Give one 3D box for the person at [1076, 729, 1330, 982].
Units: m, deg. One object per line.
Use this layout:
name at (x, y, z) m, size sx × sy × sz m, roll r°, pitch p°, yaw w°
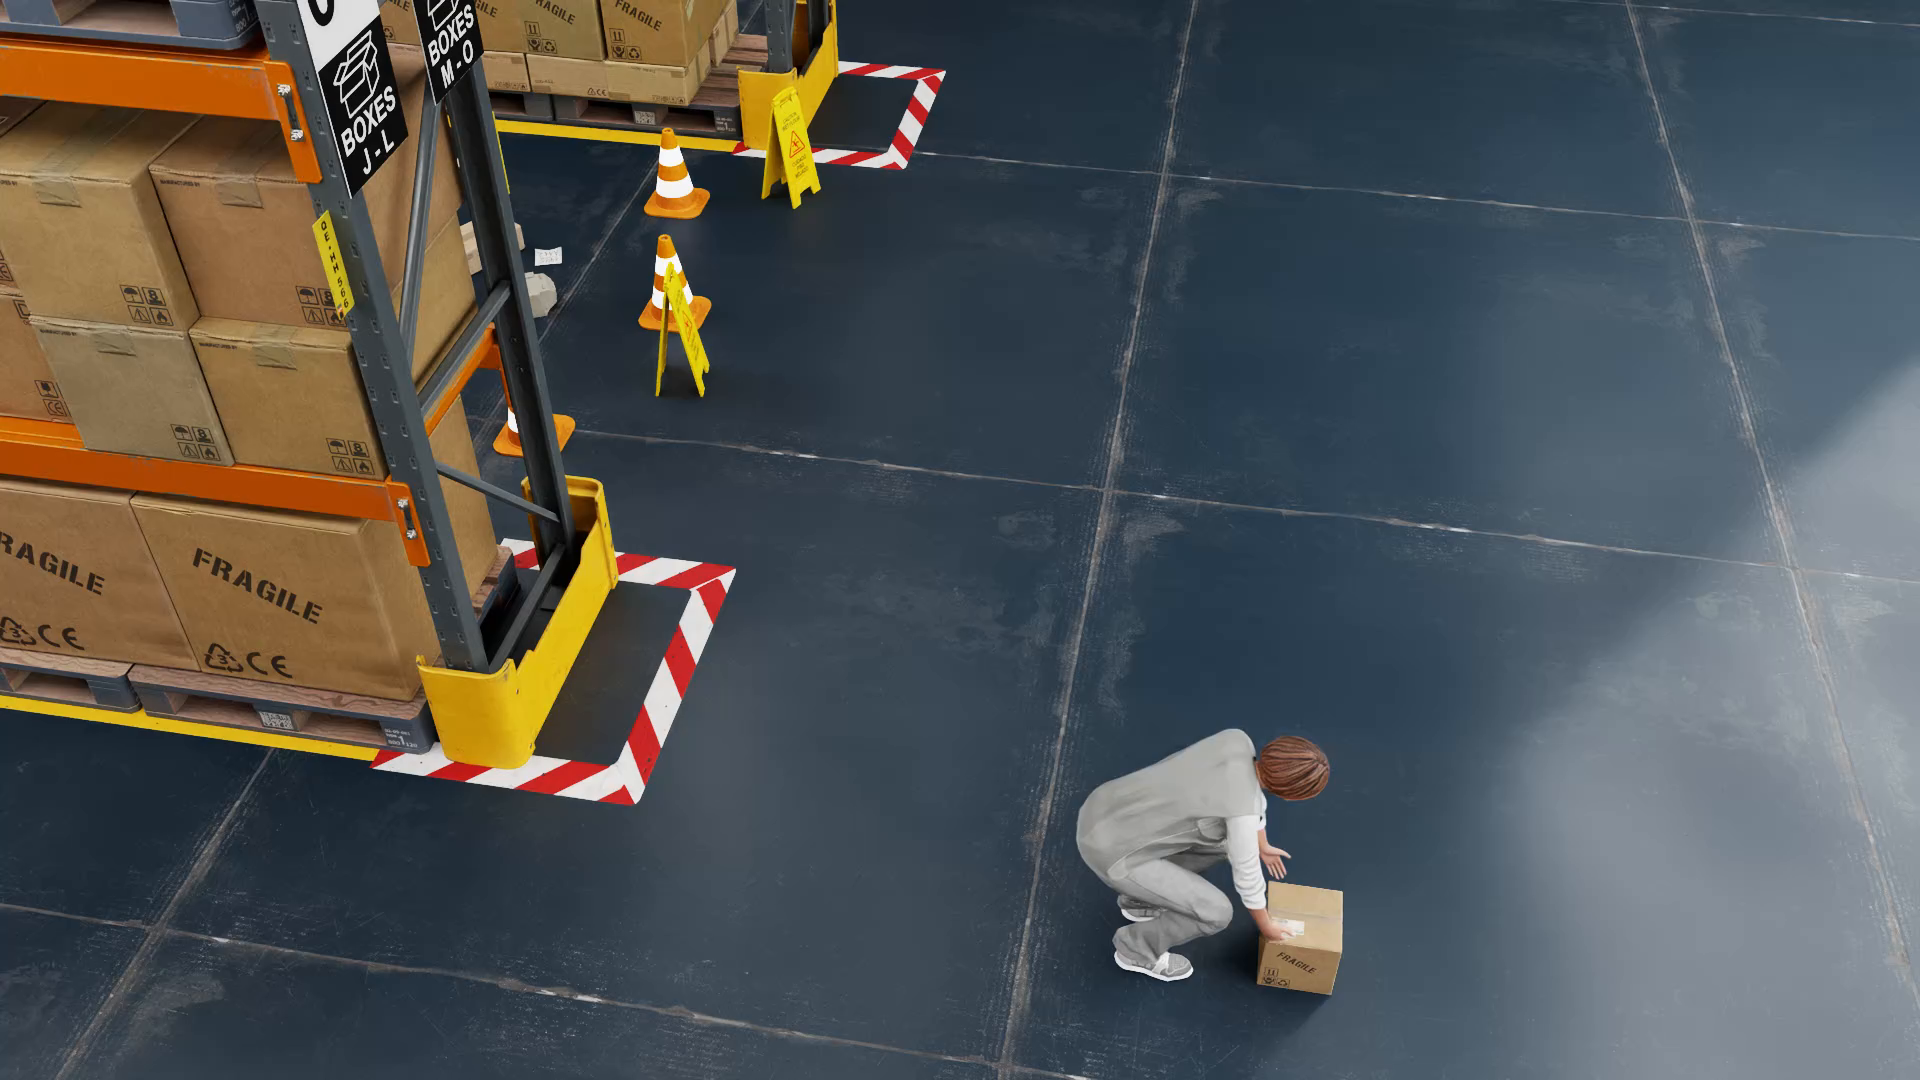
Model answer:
person at (0.765, 1.005, 5.463) m, size 0.769 × 1.010 × 0.457 m, roll 7°, pitch 42°, yaw 7°
